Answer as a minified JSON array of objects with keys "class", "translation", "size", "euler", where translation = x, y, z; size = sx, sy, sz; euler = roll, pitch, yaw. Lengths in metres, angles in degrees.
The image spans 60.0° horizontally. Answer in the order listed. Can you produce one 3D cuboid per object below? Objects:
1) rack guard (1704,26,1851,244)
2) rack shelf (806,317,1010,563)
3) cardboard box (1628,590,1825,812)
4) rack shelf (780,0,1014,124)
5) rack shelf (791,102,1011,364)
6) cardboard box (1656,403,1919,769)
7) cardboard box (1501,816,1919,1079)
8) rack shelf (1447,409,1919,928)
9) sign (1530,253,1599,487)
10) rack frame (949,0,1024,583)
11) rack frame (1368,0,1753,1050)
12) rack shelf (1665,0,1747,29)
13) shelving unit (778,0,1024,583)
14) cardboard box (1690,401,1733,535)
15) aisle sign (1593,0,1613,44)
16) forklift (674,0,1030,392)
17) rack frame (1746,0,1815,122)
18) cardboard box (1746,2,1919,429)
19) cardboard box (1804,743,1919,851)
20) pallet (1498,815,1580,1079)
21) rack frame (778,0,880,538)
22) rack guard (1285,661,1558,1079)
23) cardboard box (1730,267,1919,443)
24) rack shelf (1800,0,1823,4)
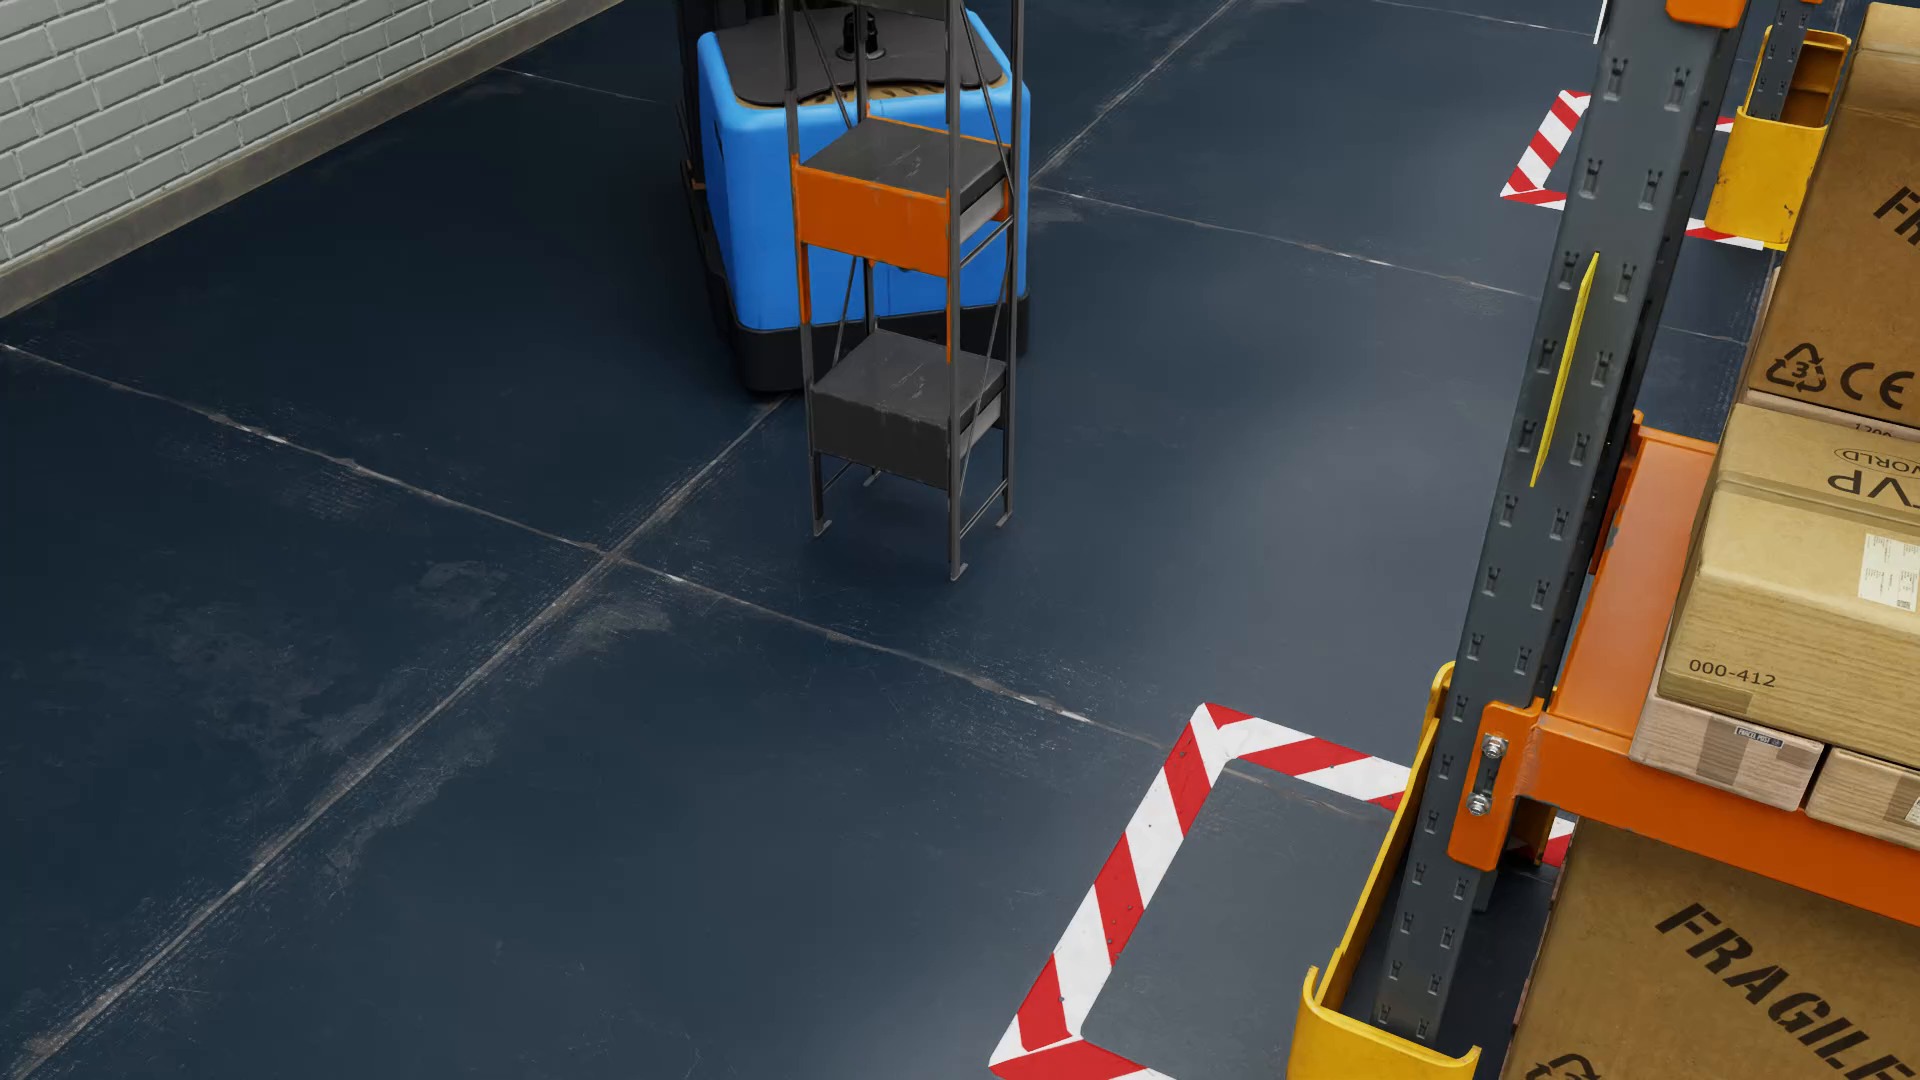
[{"class":"rack guard","translation":[3.530,-1.767,7.165],"size":[0.348,0.500,1.175],"euler":[17,41,21]},{"class":"rack shelf","translation":[-0.147,-0.314,5.107],"size":[0.480,0.518,0.431],"euler":[17,41,21]},{"class":"cardboard box","translation":[1.255,0.227,2.678],"size":[0.250,0.149,0.380],"euler":[18,41,22]},{"class":"rack shelf","translation":[-0.147,-1.429,4.261],"size":[0.480,0.518,0.431],"euler":[17,41,21]},{"class":"rack shelf","translation":[-0.147,-0.872,4.684],"size":[0.480,0.518,0.431],"euler":[17,41,21]},{"class":"cardboard box","translation":[1.394,0.070,2.554],"size":[0.500,0.250,0.500],"euler":[16,40,20]},{"class":"cardboard box","translation":[1.697,0.665,3.303],"size":[0.875,0.875,0.875],"euler":[17,41,21]},{"class":"rack shelf","translation":[2.868,0.693,2.451],"size":[4.000,0.370,1.077],"euler":[17,41,21]},{"class":"sign","translation":[0.831,-0.229,2.290],"size":[0.005,0.325,0.100],"euler":[17,41,21]},{"class":"rack frame","translation":[0.070,-0.815,4.586],"size":[0.015,2.100,0.400],"euler":[17,41,21]},{"class":"rack frame","translation":[1.092,-0.149,2.966],"size":[0.127,3.000,1.000],"euler":[17,41,21]},{"class":"rack shelf","translation":[2.868,-0.501,1.544],"size":[4.000,0.370,1.077],"euler":[17,41,21]},{"class":"shelving unit","translation":[-0.147,-0.882,4.676],"size":[0.503,2.100,0.431],"euler":[17,41,21]},{"class":"cardboard box","translation":[1.559,-0.127,3.144],"size":[0.250,0.149,0.380],"euler":[18,41,22]},{"class":"aisle sign","translation":[0.890,-1.044,1.994],"size":[0.004,0.787,0.394],"euler":[17,41,21]},{"class":"forklift","translation":[-0.589,-2.578,6.221],"size":[1.130,2.935,3.031],"euler":[-8,38,-11]},{"class":"rack frame","translation":[3.462,-2.784,6.437],"size":[0.127,3.000,1.000],"euler":[17,41,21]},{"class":"cardboard box","translation":[1.645,-0.512,2.702],"size":[0.500,0.500,0.500],"euler":[18,41,22]},{"class":"cardboard box","translation":[1.484,0.297,2.585],"size":[0.250,0.149,0.380],"euler":[17,40,21]},{"class":"pallet","translation":[1.838,1.142,3.571],"size":[1.213,0.211,1.003],"euler":[17,41,21]},{"class":"rack frame","translation":[-0.364,-0.950,4.765],"size":[0.015,2.100,0.400],"euler":[17,41,21]},{"class":"rack guard","translation":[1.070,0.840,3.730],"size":[0.348,0.500,1.175],"euler":[17,41,21]},{"class":"cardboard box","translation":[1.644,-0.216,2.931],"size":[0.500,0.250,0.500],"euler":[17,40,21]},{"class":"rack shelf","translation":[5.238,-1.941,5.922],"size":[4.000,0.370,1.077],"euler":[17,41,21]}]
